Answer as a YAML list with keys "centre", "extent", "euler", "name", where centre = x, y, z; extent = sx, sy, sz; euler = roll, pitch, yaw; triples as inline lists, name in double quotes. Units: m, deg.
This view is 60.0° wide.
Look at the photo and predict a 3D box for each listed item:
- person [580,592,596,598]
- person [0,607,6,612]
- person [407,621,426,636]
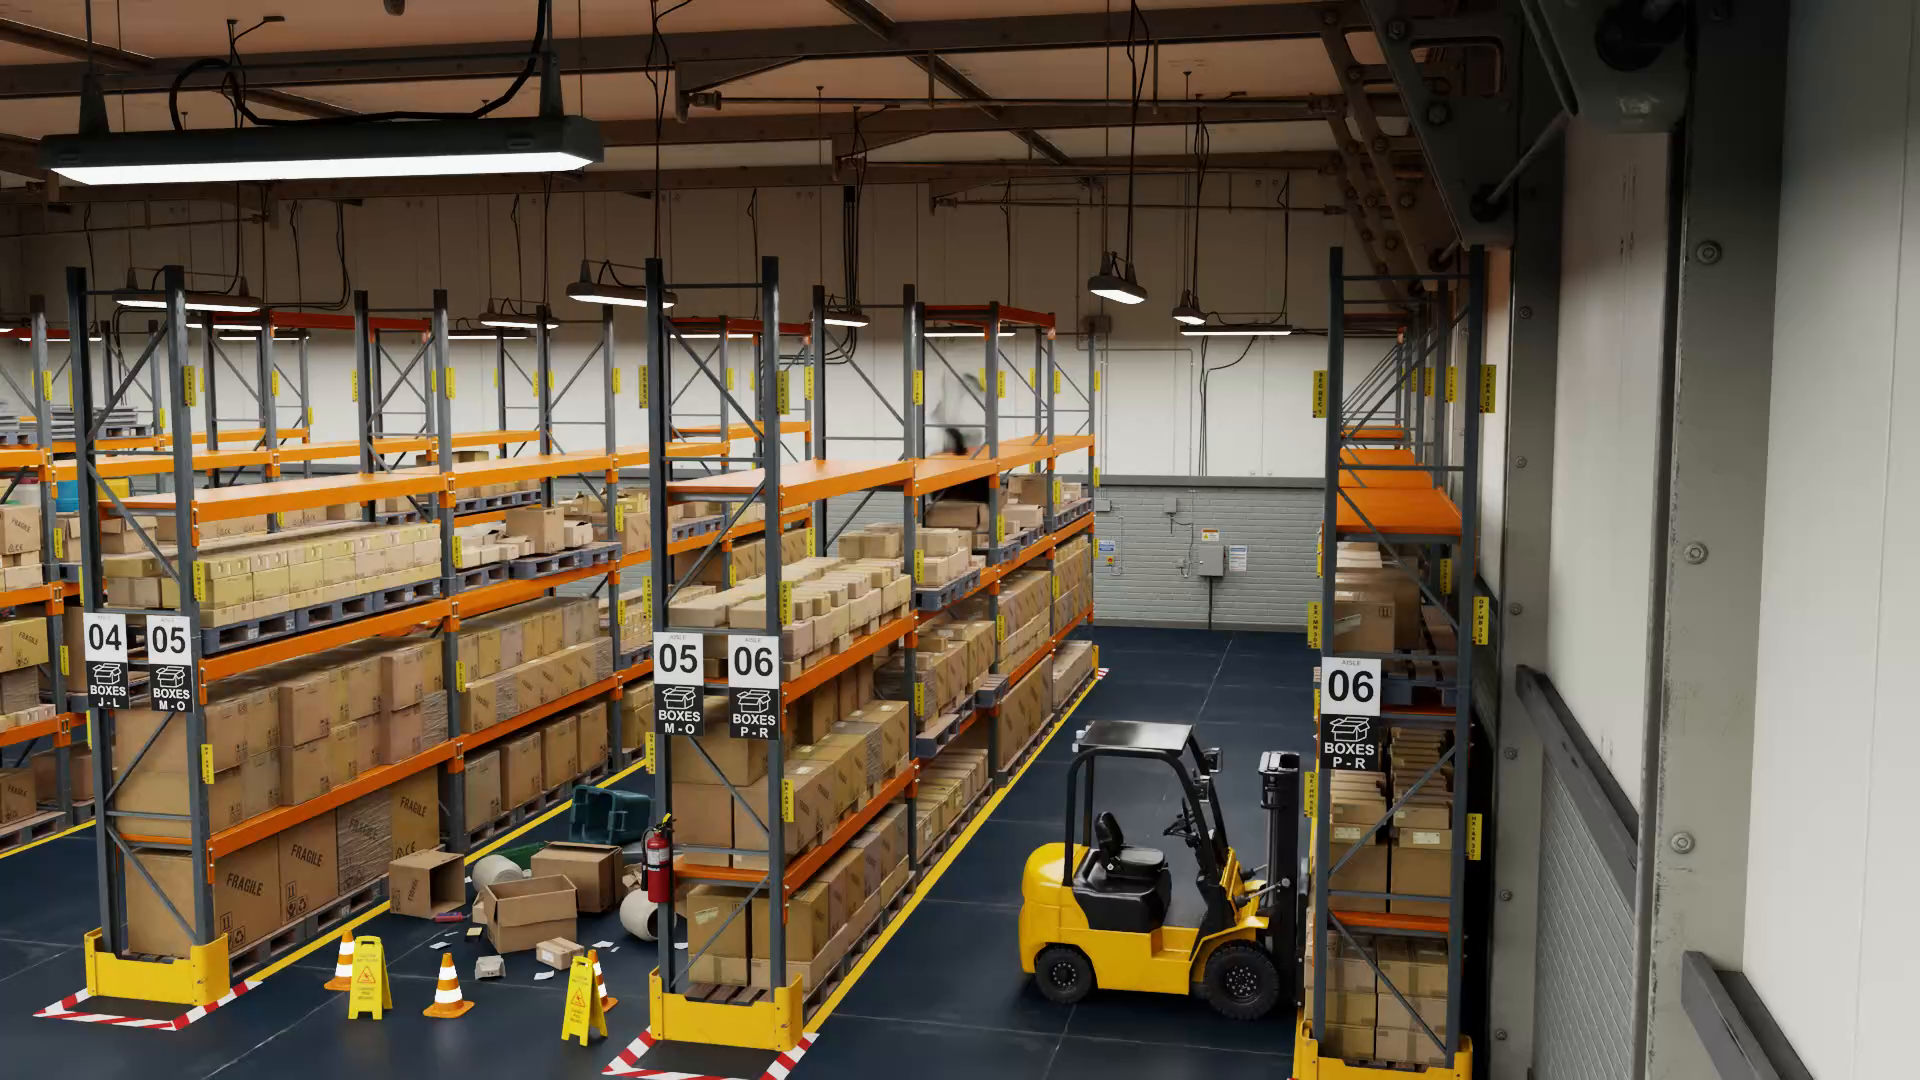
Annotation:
- centre: [-5.787, 1.694, 25.790]
  extent: [0.659, 1.786, 0.672]
  euler: [2, 6, 16]
  name: "person"
- centre: [-16.471, 1.396, 28.101]
  extent: [0.696, 1.720, 0.929]
  euler: [0, 6, 4]
  name: "person"
- centre: [-7.596, 1.932, 23.373]
  extent: [0.633, 1.767, 0.689]
  euler: [1, 6, 12]
  name: "person"
